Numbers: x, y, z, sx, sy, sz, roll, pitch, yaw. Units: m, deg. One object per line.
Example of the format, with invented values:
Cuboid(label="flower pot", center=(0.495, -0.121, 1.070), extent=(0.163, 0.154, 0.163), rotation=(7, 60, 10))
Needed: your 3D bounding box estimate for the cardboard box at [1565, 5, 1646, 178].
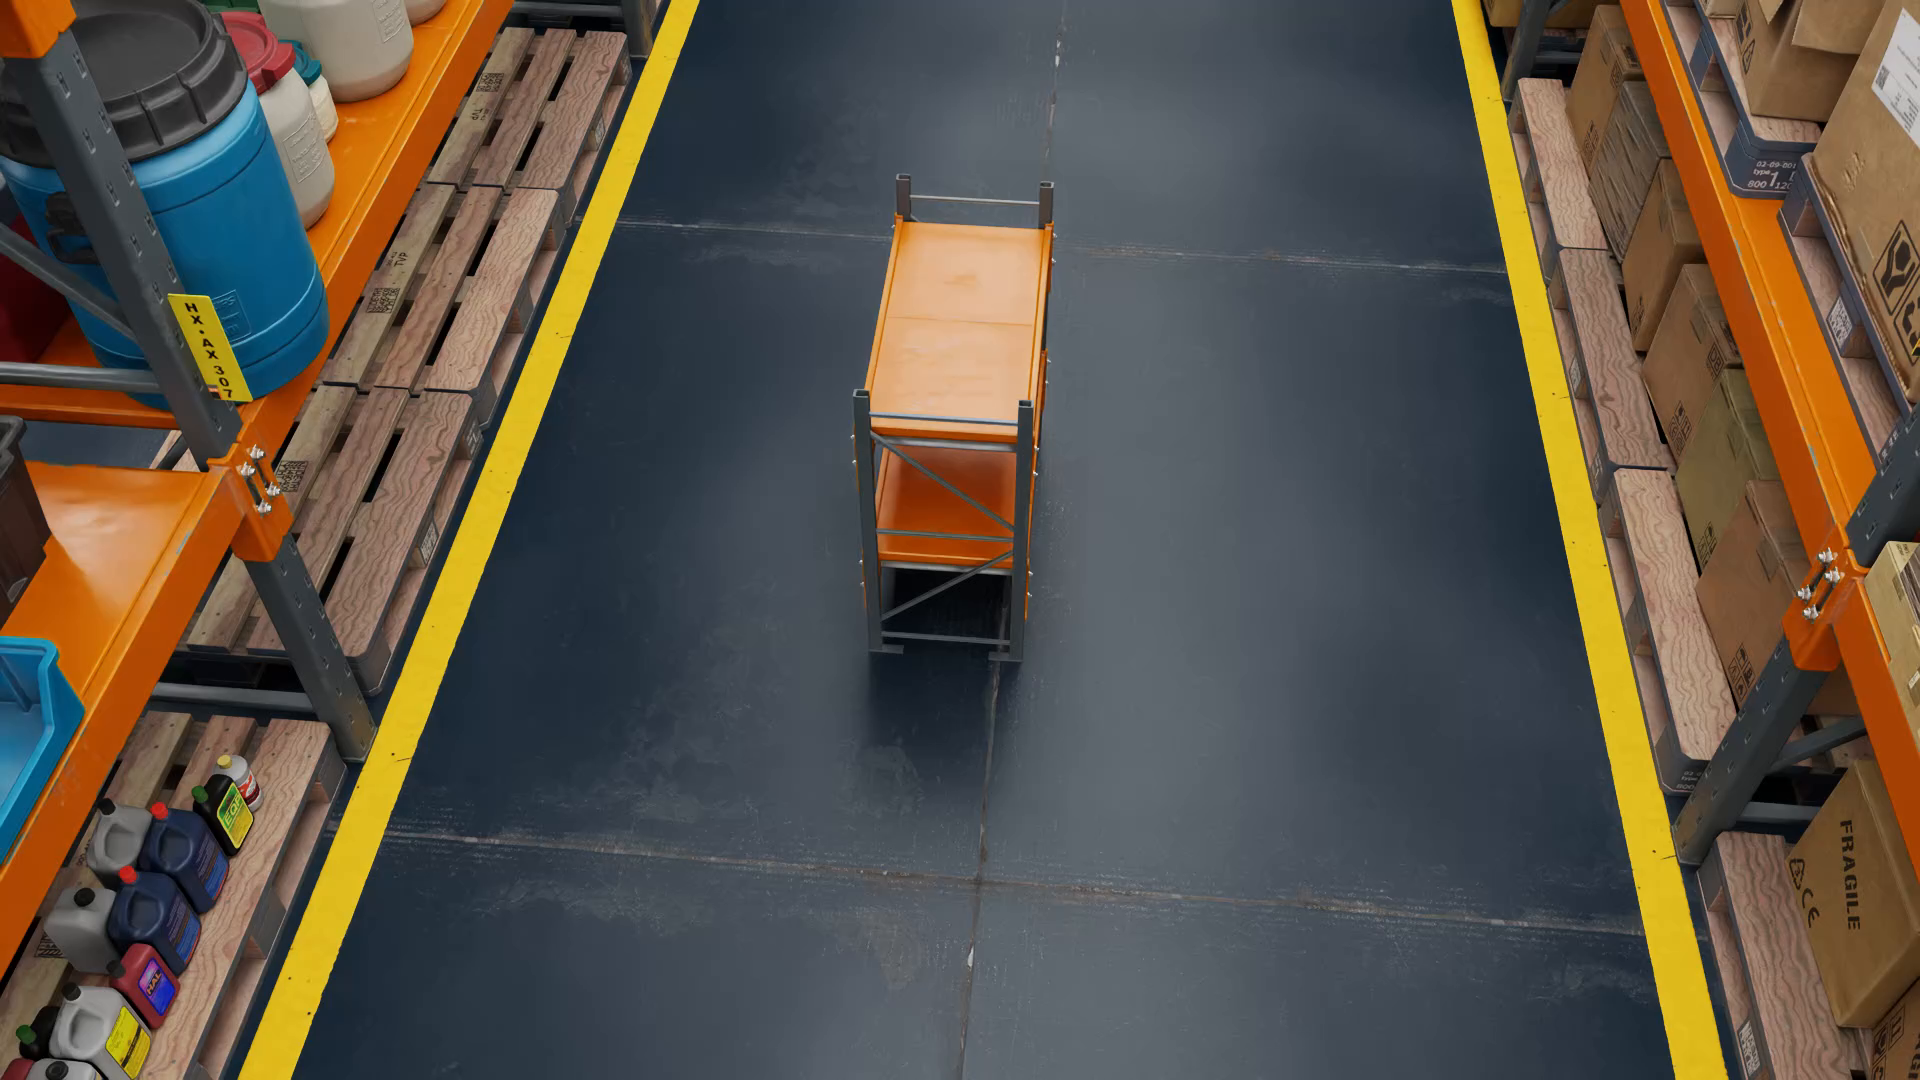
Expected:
Cuboid(label="cardboard box", center=(2.933, -1.821, 6.779), extent=(0.700, 0.500, 0.500), rotation=(2, 48, 1))

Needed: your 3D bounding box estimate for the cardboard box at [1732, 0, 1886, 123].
Cuboid(label="cardboard box", center=(2.676, -1.527, 4.760), extent=(0.797, 0.503, 0.637), rotation=(8, 48, 8))

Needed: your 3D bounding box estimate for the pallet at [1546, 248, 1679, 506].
Cuboid(label="pallet", center=(2.788, -0.601, 6.157), extent=(1.003, 0.211, 1.213), rotation=(4, 48, 4))

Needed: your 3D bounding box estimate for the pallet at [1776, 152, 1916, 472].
Cuboid(label="pallet", center=(2.824, -0.558, 4.358), extent=(1.003, 0.211, 1.213), rotation=(4, 48, 4))

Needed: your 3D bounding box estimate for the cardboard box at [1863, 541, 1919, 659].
Cuboid(label="cardboard box", center=(2.291, 0.152, 3.749), extent=(0.380, 0.149, 0.250), rotation=(4, 48, 4))

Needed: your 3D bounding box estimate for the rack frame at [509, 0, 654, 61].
Cuboid(label="rack frame", center=(-1.958, -3.343, 6.775), extent=(1.000, 3.000, 0.127), rotation=(4, 48, 4))

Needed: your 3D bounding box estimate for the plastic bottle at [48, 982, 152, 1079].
Cuboid(label="plastic bottle", center=(-2.141, 1.213, 4.105), extent=(0.144, 0.351, 0.185), rotation=(4, 48, 3))

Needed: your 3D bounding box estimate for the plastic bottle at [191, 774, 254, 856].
Cuboid(label="plastic bottle", center=(-2.038, 0.740, 4.583), extent=(0.061, 0.283, 0.133), rotation=(6, 48, 5))

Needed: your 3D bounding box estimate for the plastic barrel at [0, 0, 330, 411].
Cuboid(label="plastic barrel", center=(-1.986, -0.837, 4.143), extent=(0.600, 0.901, 0.708), rotation=(4, 48, 4))

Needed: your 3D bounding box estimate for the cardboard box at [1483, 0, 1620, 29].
Cuboid(label="cardboard box", center=(3.058, -2.941, 7.562), extent=(1.225, 0.875, 0.875), rotation=(2, 48, 2))

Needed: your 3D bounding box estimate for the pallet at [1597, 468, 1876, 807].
Cuboid(label="pallet", center=(2.679, 0.298, 5.334), extent=(1.003, 0.211, 1.213), rotation=(4, 48, 4))

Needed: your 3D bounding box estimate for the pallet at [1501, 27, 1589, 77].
Cuboid(label="pallet", center=(3.121, -2.643, 8.025), extent=(1.003, 0.211, 1.213), rotation=(4, 48, 4))

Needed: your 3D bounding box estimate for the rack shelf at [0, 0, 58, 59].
Cuboid(label="rack shelf", center=(-2.505, 0.296, 1.901), extent=(1.077, 0.370, 4.000), rotation=(4, 48, 4))

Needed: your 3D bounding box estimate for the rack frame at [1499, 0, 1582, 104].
Cuboid(label="rack frame", center=(2.974, -3.010, 6.470), extent=(1.000, 3.000, 0.127), rotation=(4, 48, 4))

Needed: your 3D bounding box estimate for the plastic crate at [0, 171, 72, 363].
Cuboid(label="plastic crate", center=(-2.583, -0.802, 4.407), extent=(0.402, 0.464, 0.583), rotation=(4, 48, 4))

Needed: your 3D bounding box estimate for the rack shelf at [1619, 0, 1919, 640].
Cuboid(label="rack shelf", center=(2.792, -1.298, 5.392), extent=(1.077, 0.370, 4.000), rotation=(4, 48, 4))

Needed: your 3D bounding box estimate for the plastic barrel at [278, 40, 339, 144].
Cuboid(label="plastic barrel", center=(-2.049, -1.320, 5.018), extent=(0.301, 0.262, 0.301), rotation=(0, 48, 0))

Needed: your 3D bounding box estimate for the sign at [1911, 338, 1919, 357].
Cuboid(label="sign", center=(2.057, -0.496, 3.386), extent=(0.100, 0.325, 0.005), rotation=(4, 48, 4))

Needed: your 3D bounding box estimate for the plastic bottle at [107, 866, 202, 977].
Cuboid(label="plastic bottle", center=(-2.112, 0.975, 4.322), extent=(0.144, 0.351, 0.185), rotation=(2, 48, 2))

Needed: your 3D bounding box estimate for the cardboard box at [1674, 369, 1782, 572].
Cuboid(label="cardboard box", center=(2.749, -0.175, 5.273), extent=(0.700, 0.500, 0.500), rotation=(4, 48, 3))

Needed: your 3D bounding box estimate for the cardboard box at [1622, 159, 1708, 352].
Cuboid(label="cardboard box", center=(2.850, -0.996, 6.024), extent=(0.700, 0.500, 0.500), rotation=(7, 48, 7))

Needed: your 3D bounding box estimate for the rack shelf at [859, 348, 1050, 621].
Cuboid(label="rack shelf", center=(0.001, -0.220, 5.520), extent=(0.538, 0.278, 1.000), rotation=(4, 48, 4))

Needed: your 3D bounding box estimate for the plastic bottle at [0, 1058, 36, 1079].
Cuboid(label="plastic bottle", center=(-2.266, 1.348, 4.027), extent=(0.061, 0.283, 0.133), rotation=(4, 48, 4))

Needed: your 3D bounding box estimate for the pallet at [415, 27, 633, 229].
Cuboid(label="pallet", center=(-2.067, -1.835, 7.286), extent=(1.003, 0.211, 1.213), rotation=(4, 48, 4))

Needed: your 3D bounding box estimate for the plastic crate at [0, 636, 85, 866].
Cuboid(label="plastic crate", center=(-2.153, 0.478, 3.381), extent=(0.499, 0.251, 0.616), rotation=(4, 48, 4))

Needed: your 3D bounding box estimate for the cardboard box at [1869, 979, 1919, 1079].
Cuboid(label="cardboard box", center=(2.489, 1.344, 3.898), extent=(0.500, 0.500, 0.500), rotation=(18, 50, 16))

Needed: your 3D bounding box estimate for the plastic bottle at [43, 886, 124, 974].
Cuboid(label="plastic bottle", center=(-2.262, 1.009, 4.342), extent=(0.152, 0.276, 0.135), rotation=(4, 48, 4))

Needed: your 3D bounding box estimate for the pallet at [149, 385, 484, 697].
Cuboid(label="pallet", center=(-2.290, -0.042, 5.646), extent=(1.003, 0.211, 1.213), rotation=(4, 48, 4))

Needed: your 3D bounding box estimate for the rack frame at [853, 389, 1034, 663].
Cuboid(label="rack frame", center=(-0.046, -0.011, 4.998), extent=(0.500, 1.125, 0.032), rotation=(4, 48, 4))

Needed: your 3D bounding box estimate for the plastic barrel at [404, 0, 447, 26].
Cuboid(label="plastic barrel", center=(-1.911, -1.995, 5.450), extent=(0.433, 0.535, 0.433), rotation=(0, 48, 0))

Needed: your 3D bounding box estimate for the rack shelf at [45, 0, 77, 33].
Cuboid(label="rack shelf", center=(-2.140, -2.643, 4.589), extent=(1.077, 0.370, 4.000), rotation=(4, 48, 4))

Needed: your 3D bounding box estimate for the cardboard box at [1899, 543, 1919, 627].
Cuboid(label="cardboard box", center=(2.507, 0.122, 3.337), extent=(0.875, 0.500, 0.500), rotation=(4, 48, 4))

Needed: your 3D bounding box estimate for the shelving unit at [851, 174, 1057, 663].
Cuboid(label="shelving unit", center=(0.001, -0.385, 5.339), extent=(0.538, 1.125, 1.048), rotation=(4, 48, 4))
